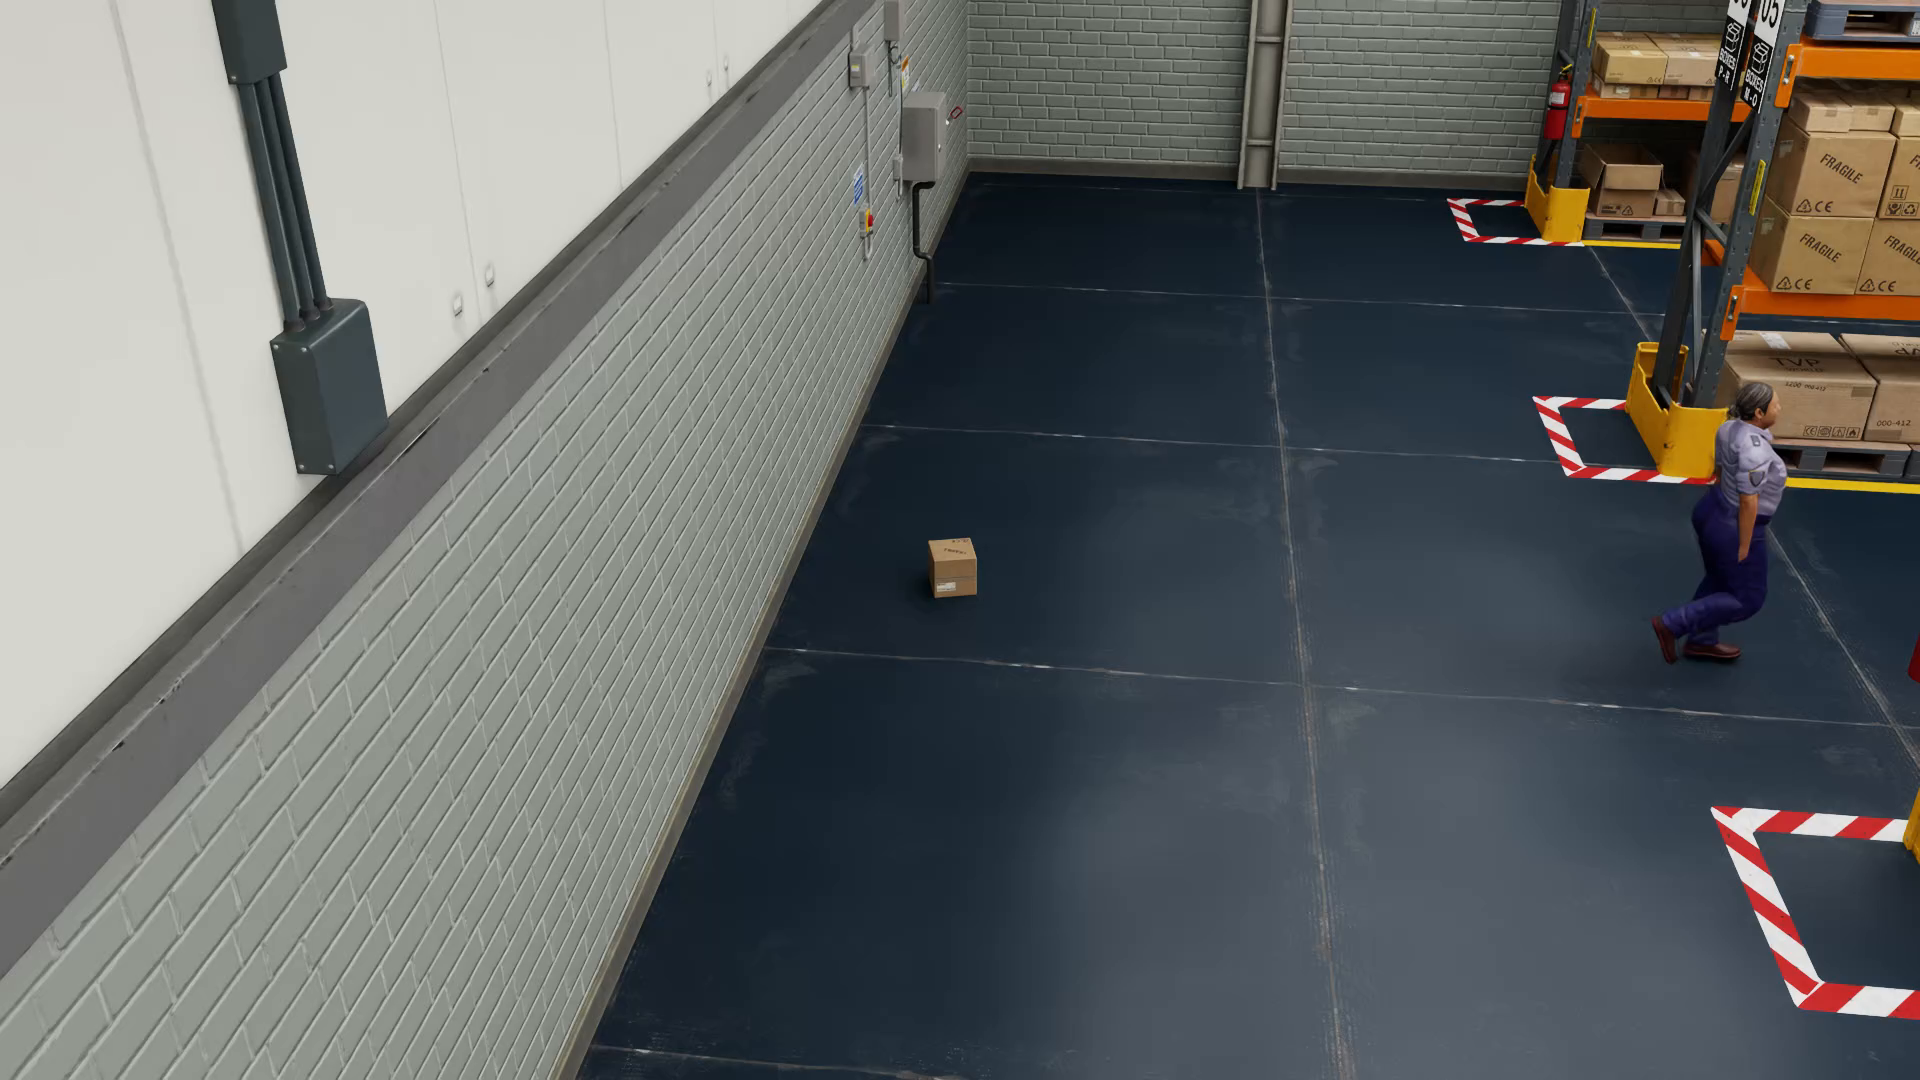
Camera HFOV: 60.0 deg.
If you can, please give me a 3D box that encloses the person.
[{"bbox_3d":[3.991,-0.053,8.710,0.577,1.619,0.474,2,29,5],"label":"person"}]
